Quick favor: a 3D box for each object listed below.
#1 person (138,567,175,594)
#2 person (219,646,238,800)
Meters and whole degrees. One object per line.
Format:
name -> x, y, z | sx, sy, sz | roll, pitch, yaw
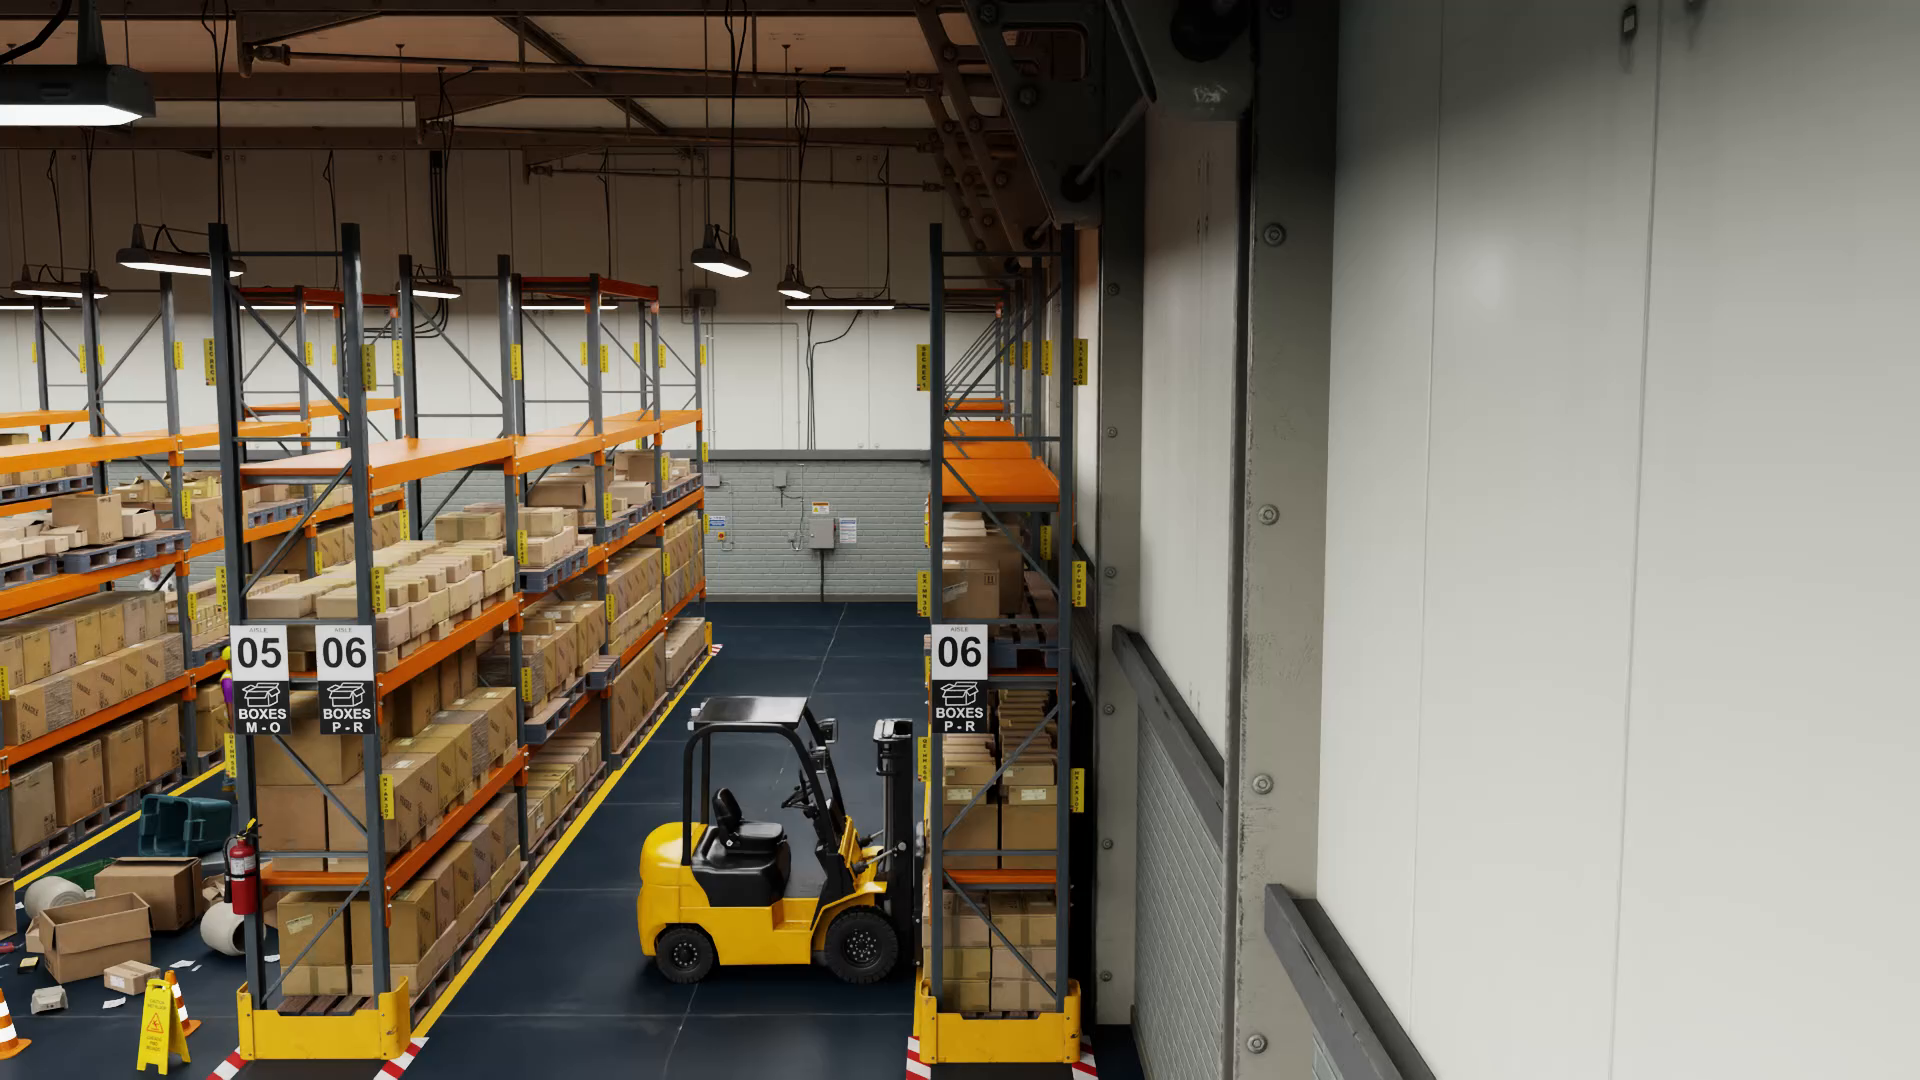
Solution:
person -> -13.005, 1.171, 26.875 | 0.490, 1.736, 0.981 | 0, 7, 0
person -> -8.230, 2.071, 18.976 | 0.424, 1.770, 0.591 | -5, 8, -37
